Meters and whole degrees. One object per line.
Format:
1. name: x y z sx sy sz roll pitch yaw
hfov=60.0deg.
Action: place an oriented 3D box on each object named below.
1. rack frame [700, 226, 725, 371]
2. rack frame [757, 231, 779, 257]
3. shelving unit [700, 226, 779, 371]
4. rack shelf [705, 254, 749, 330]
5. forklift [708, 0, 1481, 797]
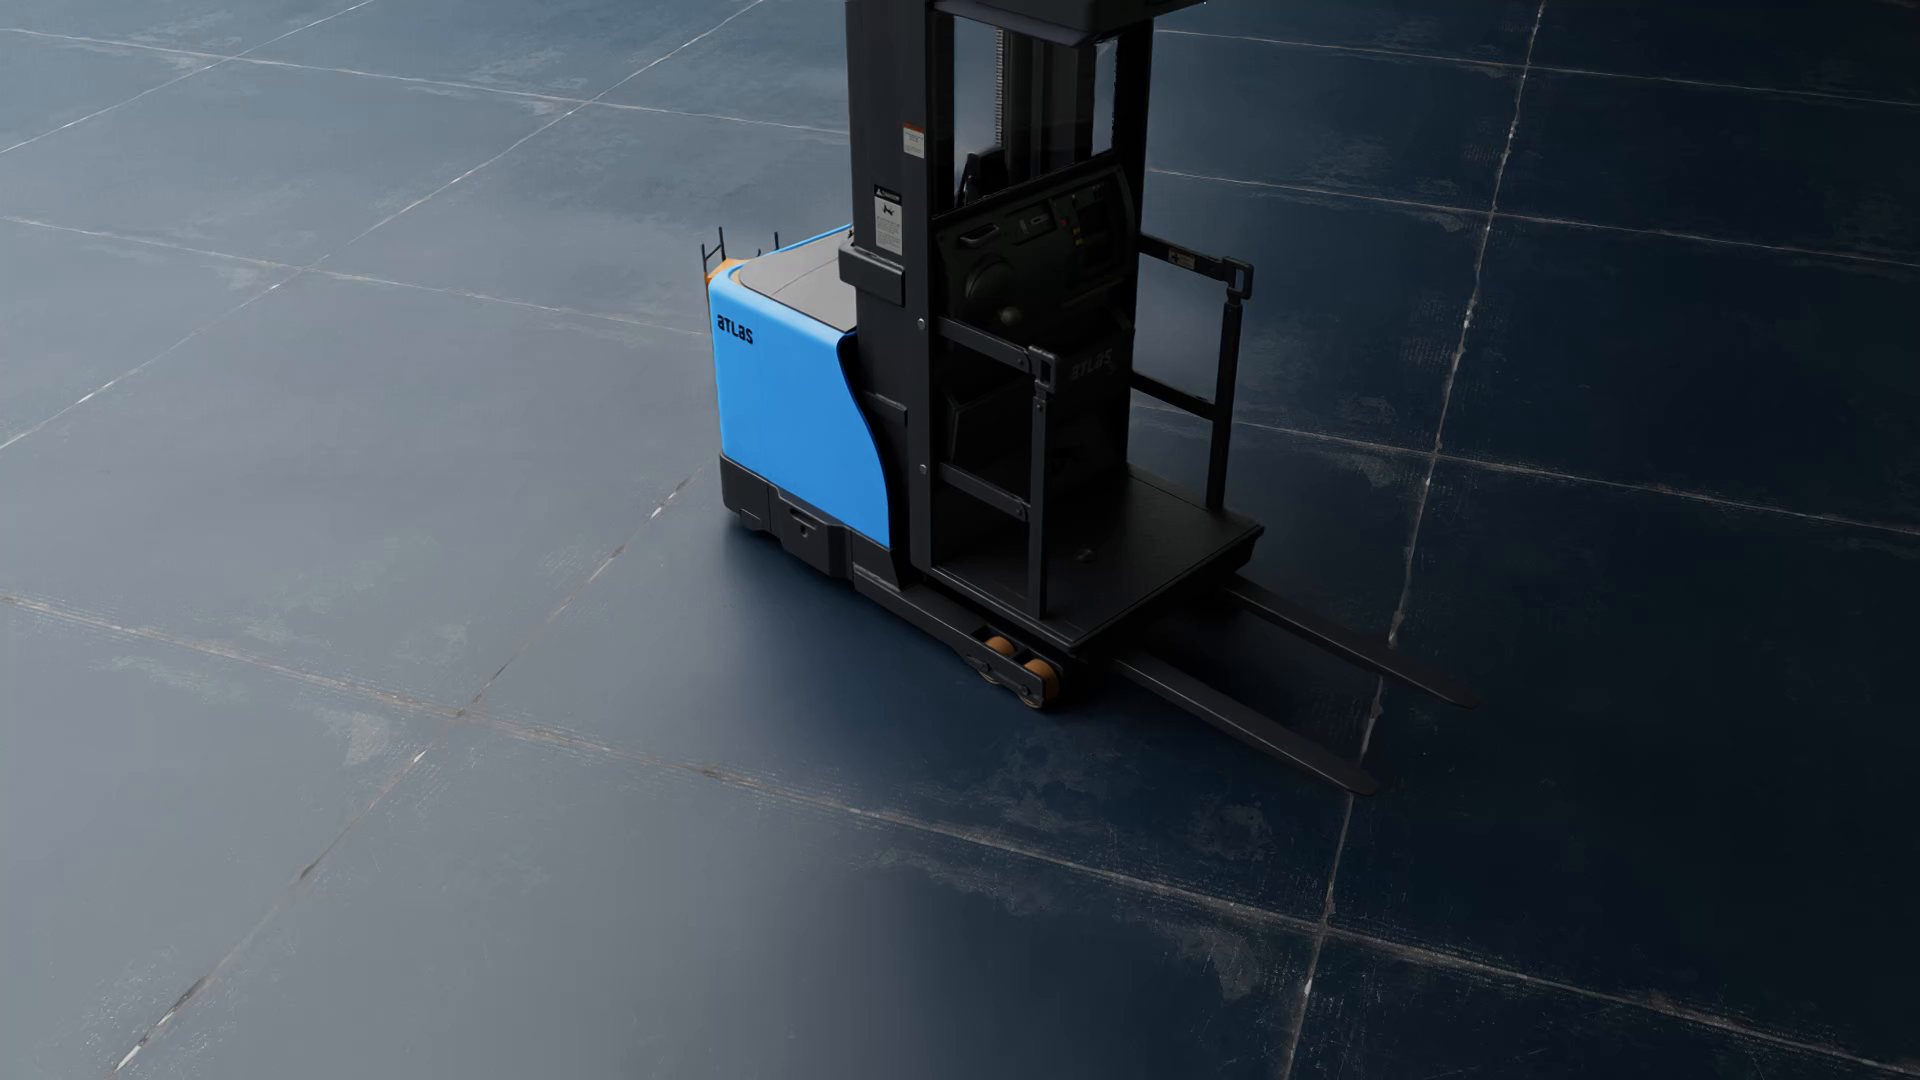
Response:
1. rack frame: -0.991 -0.789 7.003 0.008 1.050 0.200 7 34 14
2. rack frame: -0.757 -0.758 6.942 0.008 1.050 0.200 7 34 14
3. shelving unit: -0.874 -0.773 6.973 0.252 1.050 0.215 7 34 14
4. rack shelf: -0.882 -1.004 6.827 0.240 0.259 0.215 7 34 14
5. forklift: 0.422 -0.962 5.538 3.031 2.935 1.130 28 42 36
